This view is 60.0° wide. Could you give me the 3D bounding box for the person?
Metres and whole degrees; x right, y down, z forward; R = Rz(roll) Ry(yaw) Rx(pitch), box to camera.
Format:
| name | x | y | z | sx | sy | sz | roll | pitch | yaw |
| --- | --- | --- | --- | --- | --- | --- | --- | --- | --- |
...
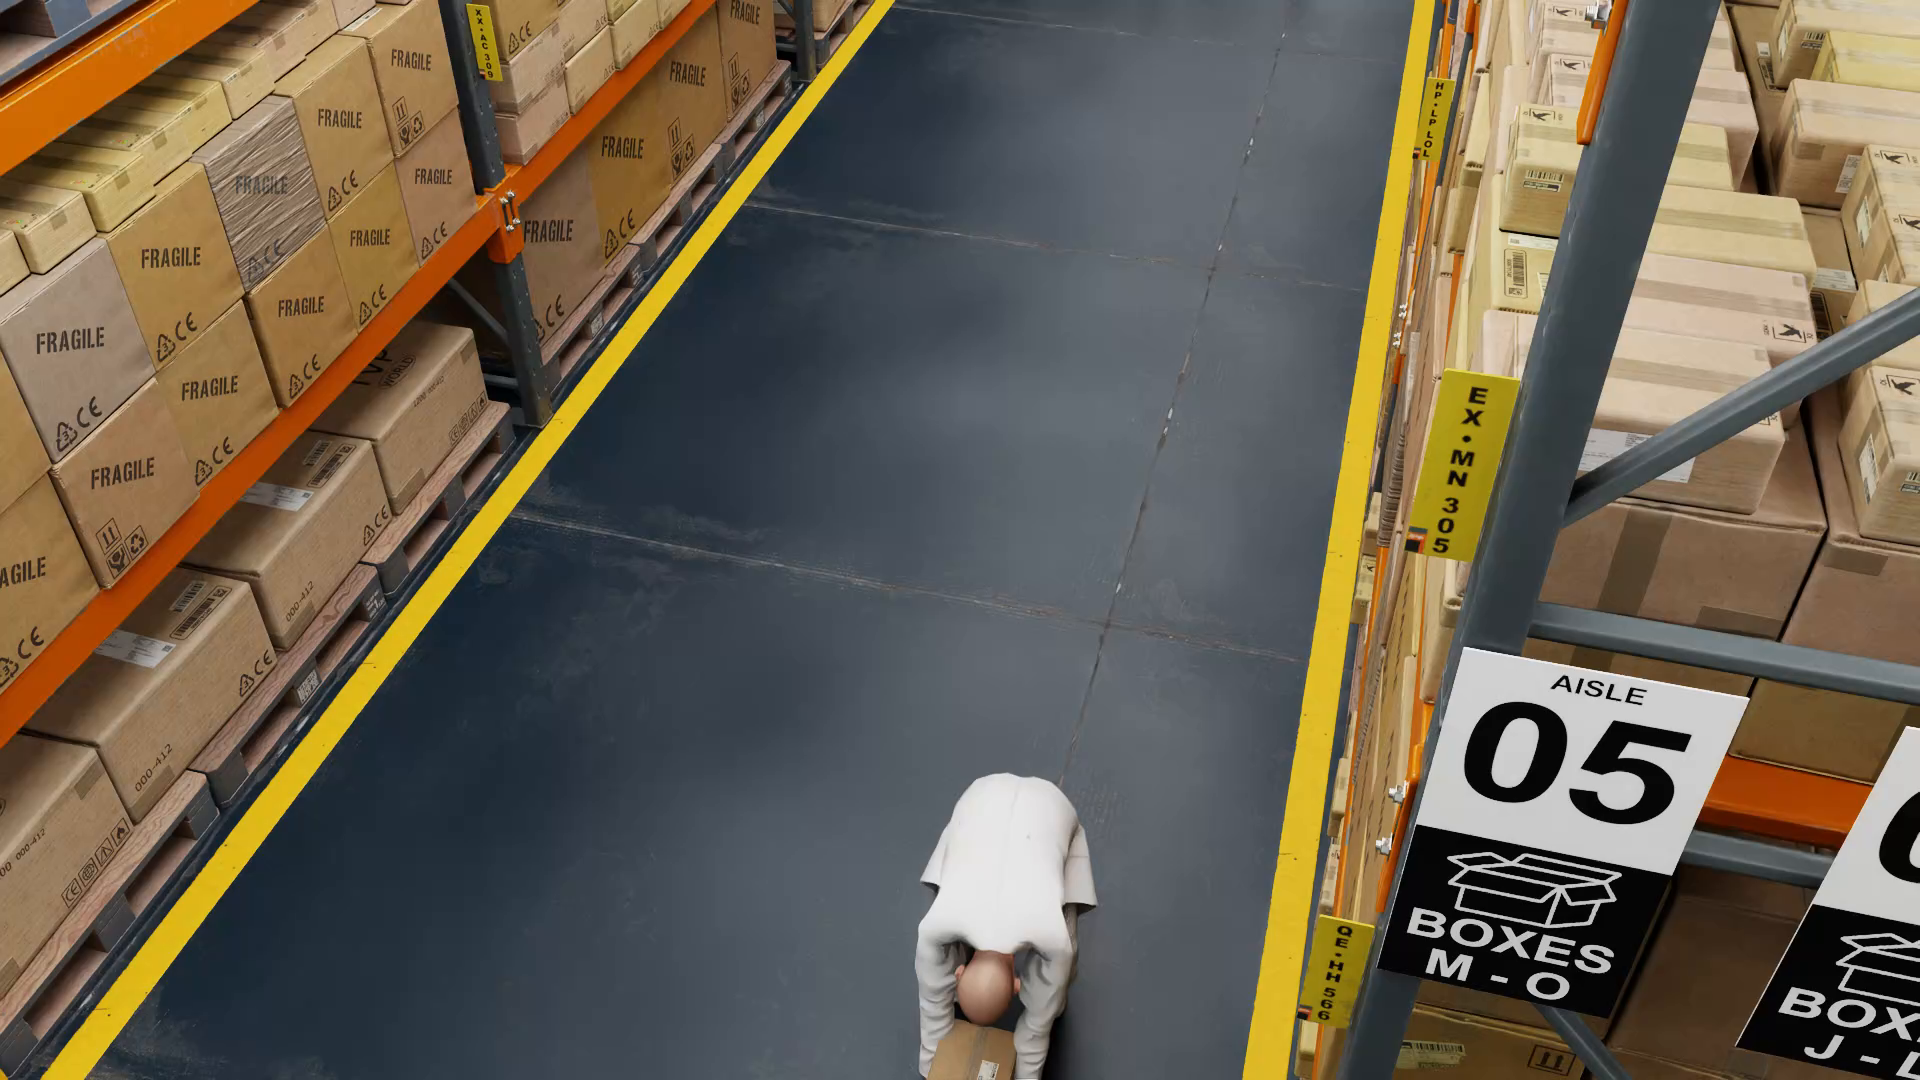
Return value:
| name | x | y | z | sx | sy | sz | roll | pitch | yaw |
| --- | --- | --- | --- | --- | --- | --- | --- | --- | --- |
| person | 0.136 | 1.288 | 5.395 | 0.587 | 0.862 | 0.953 | 8 | 41 | 9 |
